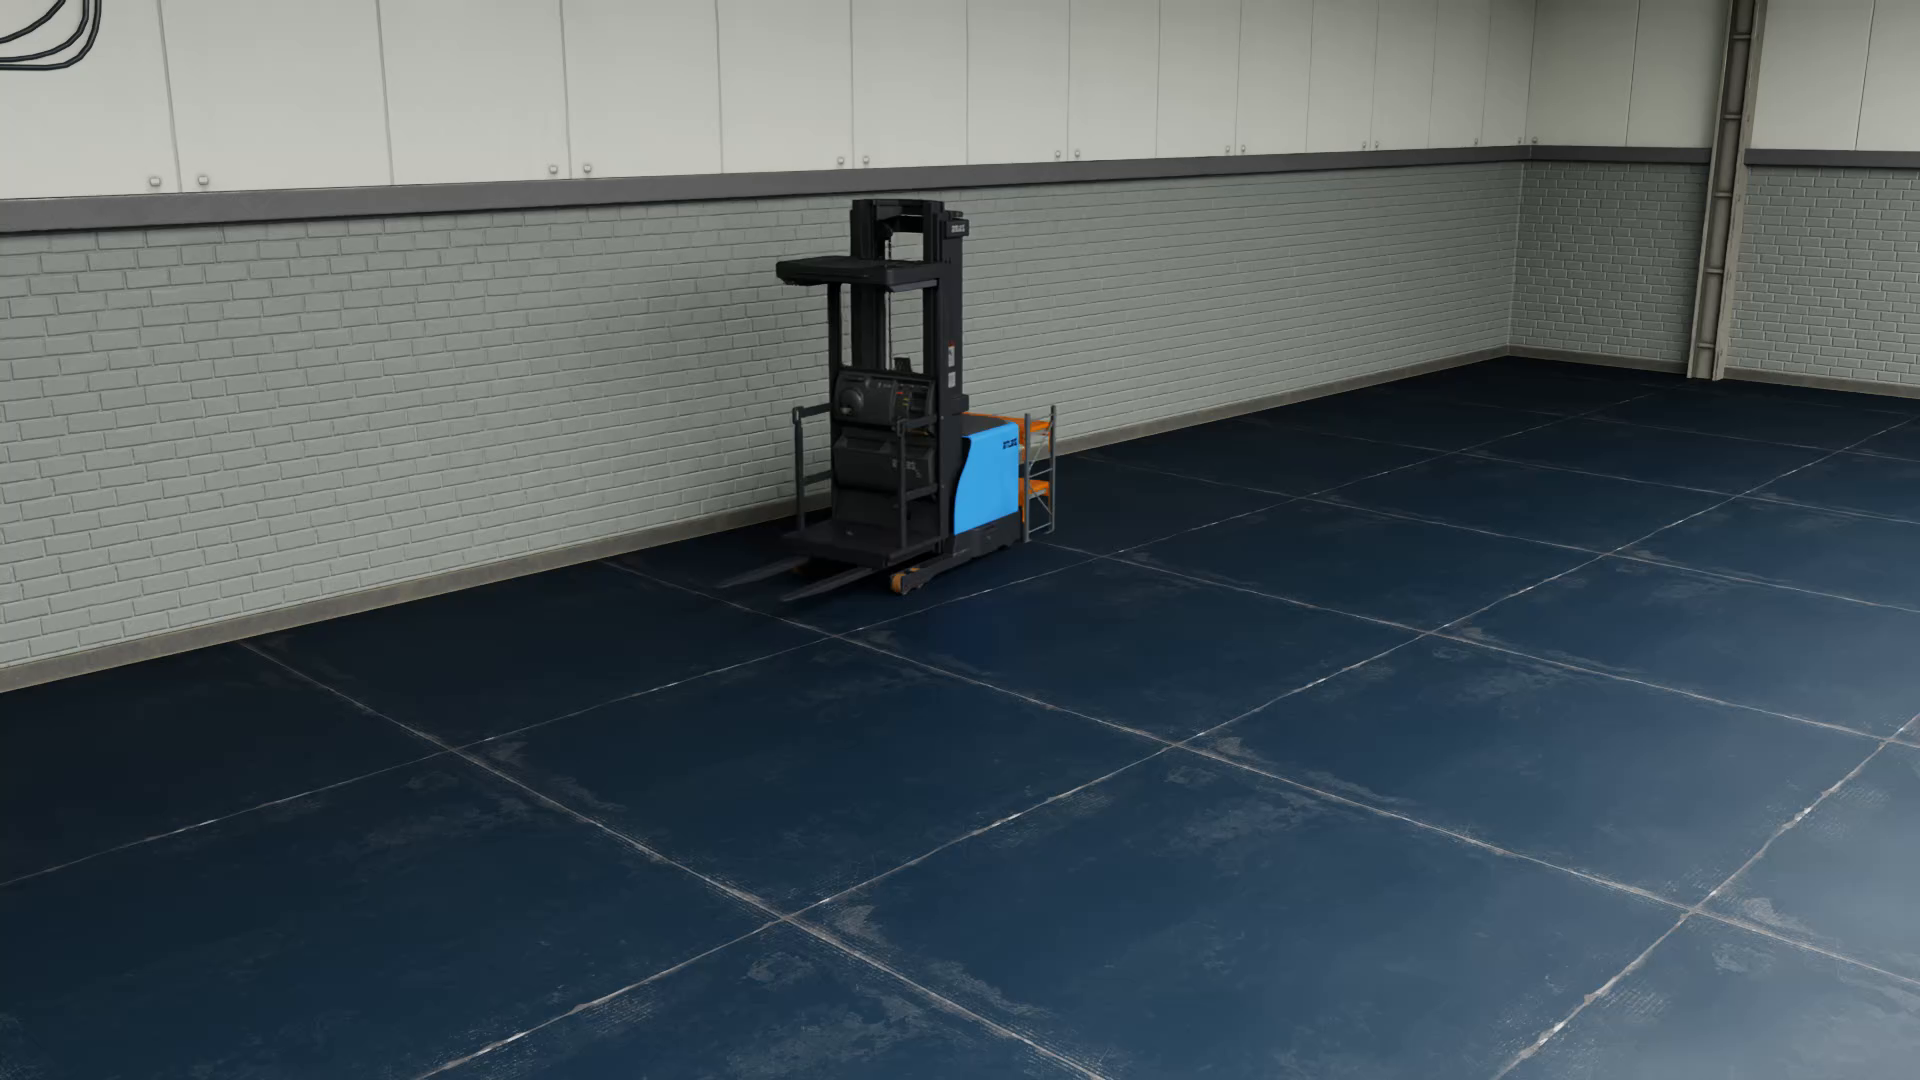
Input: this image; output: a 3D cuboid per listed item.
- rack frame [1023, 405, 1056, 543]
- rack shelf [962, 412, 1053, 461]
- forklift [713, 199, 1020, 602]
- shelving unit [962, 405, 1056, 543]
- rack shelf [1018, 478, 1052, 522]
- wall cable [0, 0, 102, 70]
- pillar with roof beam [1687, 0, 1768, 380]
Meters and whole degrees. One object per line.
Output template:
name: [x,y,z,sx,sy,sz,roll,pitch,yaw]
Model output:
rack frame: [0.692,-0.577,14.415,0.032,1.125,0.500,9,17,31]
rack shelf: [0.261,-0.928,14.602,1.000,0.278,0.538,9,17,31]
forklift: [-0.713,-1.133,12.968,1.130,2.935,3.031,9,17,32]
shelving unit: [0.261,-0.645,14.675,1.048,1.125,0.538,9,17,31]
rack shelf: [0.261,-0.408,14.737,1.000,0.278,0.538,9,17,31]
wall cable: [-6.123,-5.012,9.077,0.169,6.003,2.305,14,20,42]
pillar with roof beam: [7.355,-5.827,18.948,0.400,9.000,9.100,14,20,42]
